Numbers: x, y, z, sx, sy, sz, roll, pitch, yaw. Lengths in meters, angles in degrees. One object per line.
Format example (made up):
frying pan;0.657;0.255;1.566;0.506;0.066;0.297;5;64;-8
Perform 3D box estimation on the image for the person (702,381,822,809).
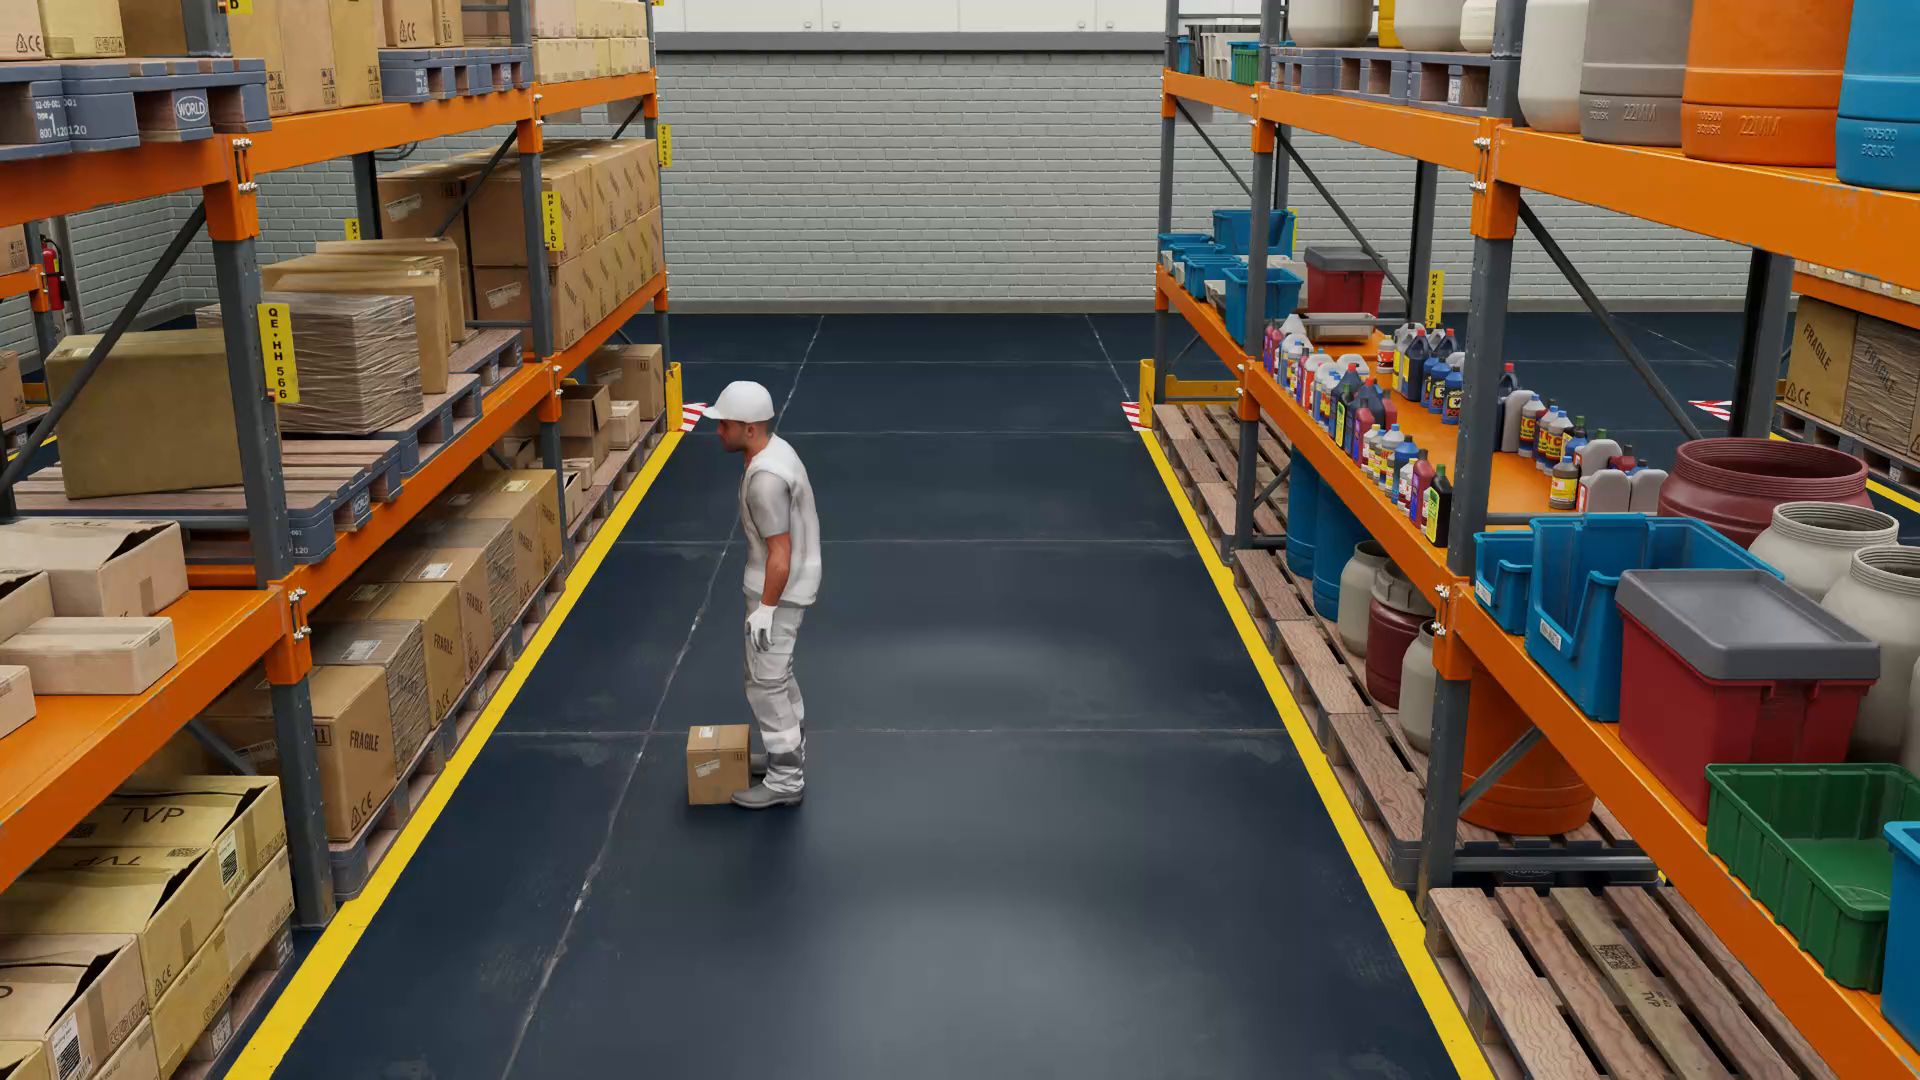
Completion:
person;-0.789;0.221;6.795;0.453;1.778;0.616;-1;17;-4
